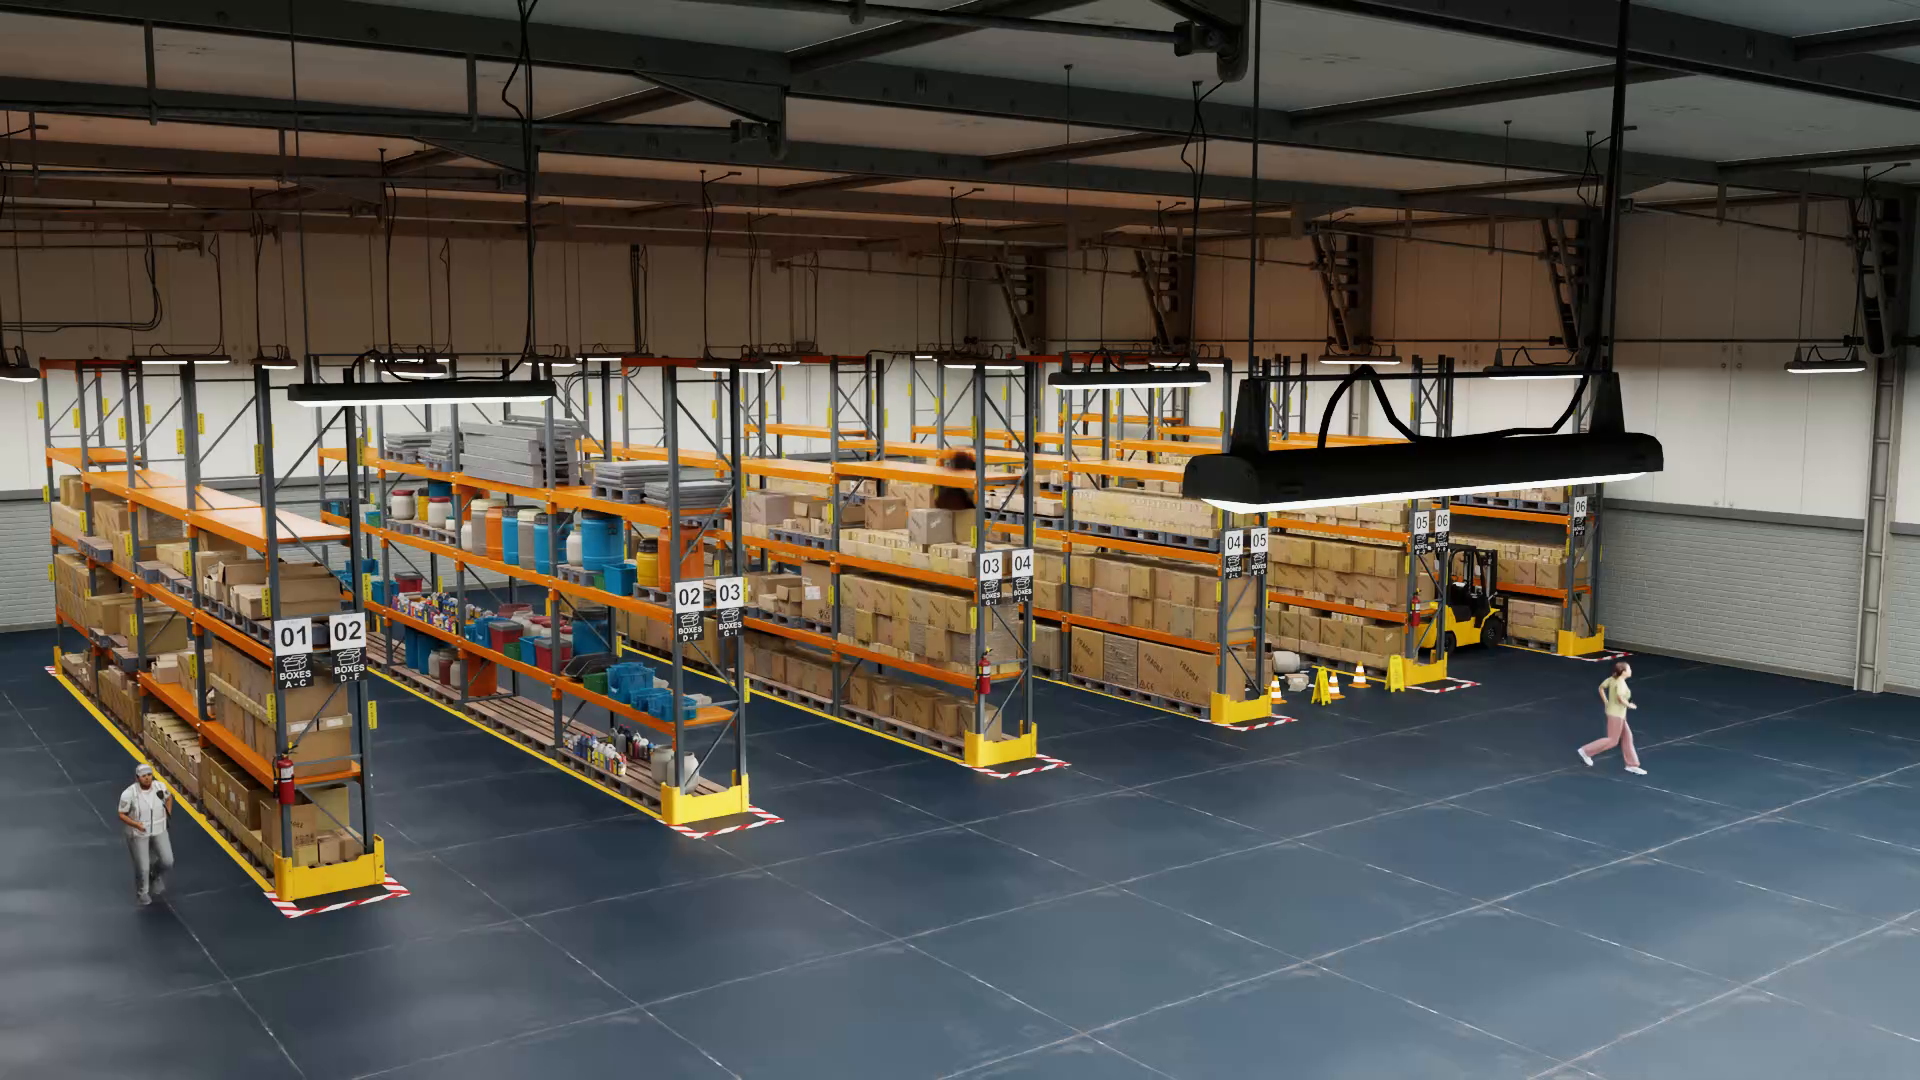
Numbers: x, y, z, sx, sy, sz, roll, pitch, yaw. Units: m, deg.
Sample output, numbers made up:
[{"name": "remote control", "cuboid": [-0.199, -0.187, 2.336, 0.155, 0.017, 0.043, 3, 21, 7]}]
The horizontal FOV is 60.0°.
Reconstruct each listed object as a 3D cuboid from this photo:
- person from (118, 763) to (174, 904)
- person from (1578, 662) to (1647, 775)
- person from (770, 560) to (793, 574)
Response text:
[{"name": "person", "cuboid": [-9.096, 3.295, 18.671, 0.606, 1.622, 0.611, -6, 9, -42]}, {"name": "person", "cuboid": [9.571, 2.595, 24.323, 0.973, 1.664, 0.600, 1, 7, 5]}, {"name": "person", "cuboid": [-4.689, 0.455, 42.276, 0.978, 1.689, 0.598, -4, 8, -28]}]
